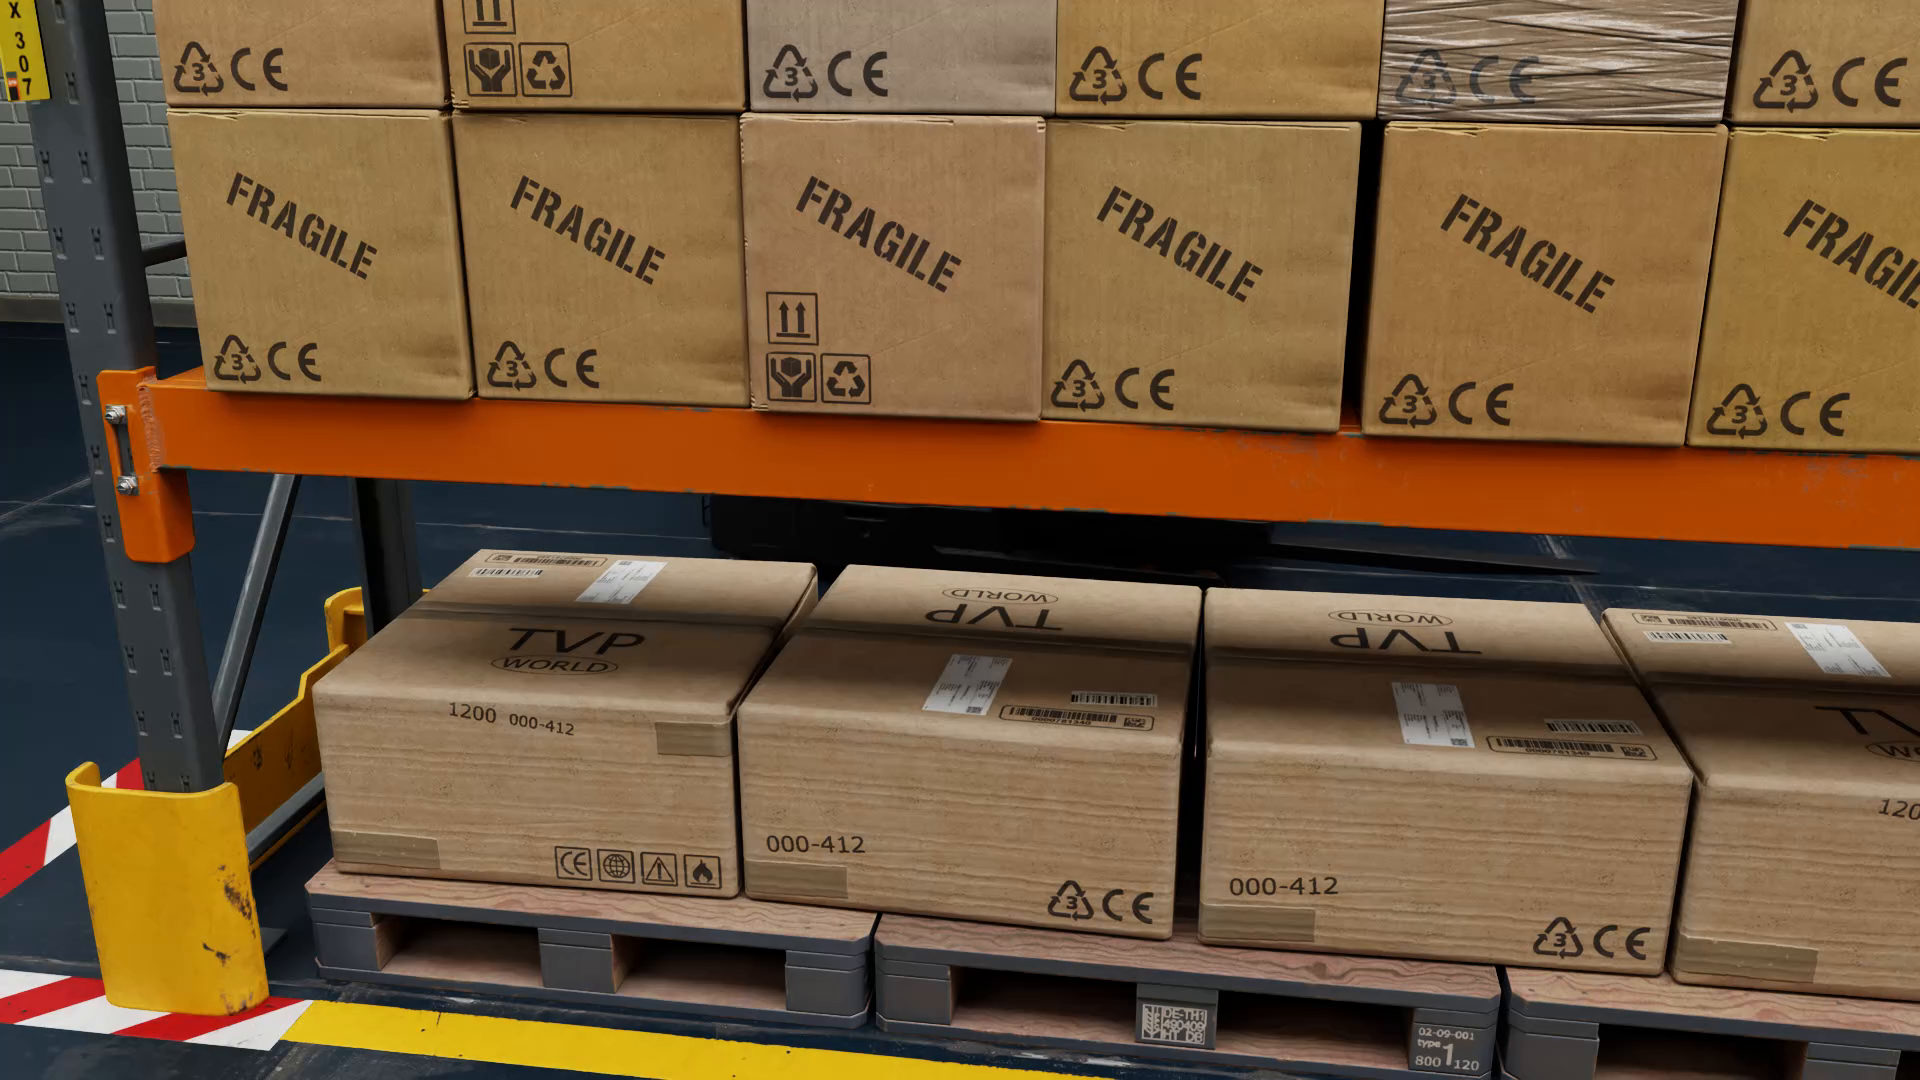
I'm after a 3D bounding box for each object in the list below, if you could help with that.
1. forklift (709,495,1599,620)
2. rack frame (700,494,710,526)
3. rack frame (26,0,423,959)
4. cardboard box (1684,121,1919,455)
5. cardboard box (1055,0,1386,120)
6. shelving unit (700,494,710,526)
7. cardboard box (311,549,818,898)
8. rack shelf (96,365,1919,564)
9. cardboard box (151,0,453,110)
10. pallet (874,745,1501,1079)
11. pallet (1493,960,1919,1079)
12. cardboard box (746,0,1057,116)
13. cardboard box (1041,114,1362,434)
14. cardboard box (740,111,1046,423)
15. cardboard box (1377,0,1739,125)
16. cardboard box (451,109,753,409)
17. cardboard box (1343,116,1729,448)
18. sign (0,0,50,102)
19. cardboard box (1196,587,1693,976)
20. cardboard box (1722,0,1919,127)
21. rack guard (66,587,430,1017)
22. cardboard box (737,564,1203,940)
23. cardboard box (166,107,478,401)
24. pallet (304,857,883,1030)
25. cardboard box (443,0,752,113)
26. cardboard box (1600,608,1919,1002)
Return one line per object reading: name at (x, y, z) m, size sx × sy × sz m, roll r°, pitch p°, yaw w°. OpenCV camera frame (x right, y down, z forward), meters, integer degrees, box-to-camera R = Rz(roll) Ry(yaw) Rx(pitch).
forklift at (0.674, -1.312, 5.604) m, size 3.031 × 2.935 × 1.130 m, roll 5°, pitch 19°, yaw 15°
rack frame at (-0.967, -0.517, 6.430) m, size 0.006 × 0.900 × 0.240 m, roll 5°, pitch 19°, yaw 15°
rack frame at (-1.507, -0.636, 3.478) m, size 0.127 × 3.000 × 1.000 m, roll 3°, pitch 19°, yaw 9°
cardboard box at (1.435, -0.450, 2.763) m, size 0.500 × 0.500 × 0.500 m, roll 2°, pitch 19°, yaw 7°
cardboard box at (0.436, -0.972, 2.749) m, size 0.500 × 0.500 × 0.500 m, roll 3°, pitch 19°, yaw 9°
shelving unit at (-0.870, -0.508, 6.404) m, size 0.210 × 0.900 × 0.258 m, roll 5°, pitch 19°, yaw 15°
cardboard box at (-0.839, 0.381, 3.812) m, size 0.875 × 0.438 × 0.875 m, roll 2°, pitch 19°, yaw 7°
rack shelf at (0.468, -0.195, 3.291) m, size 4.000 × 0.370 × 1.077 m, roll 3°, pitch 19°, yaw 9°
cardboard box at (-1.078, -1.045, 2.964) m, size 0.500 × 0.500 × 0.500 m, roll 3°, pitch 19°, yaw 7°
pallet at (0.496, 0.764, 3.687) m, size 1.213 × 0.211 × 1.003 m, roll 3°, pitch 19°, yaw 9°
pallet at (1.704, 0.825, 3.506) m, size 1.213 × 0.211 × 1.003 m, roll 3°, pitch 19°, yaw 9°
cardboard box at (-0.057, -0.997, 2.823) m, size 0.500 × 0.500 × 0.500 m, roll 3°, pitch 19°, yaw 8°
cardboard box at (0.422, -0.502, 2.918) m, size 0.500 × 0.500 × 0.500 m, roll 4°, pitch 19°, yaw 10°
cardboard box at (-0.075, -0.522, 2.977) m, size 0.500 × 0.500 × 0.500 m, roll 3°, pitch 19°, yaw 8°
cardboard box at (0.929, -0.945, 2.666) m, size 0.500 × 0.500 × 0.500 m, roll 3°, pitch 19°, yaw 9°
cardboard box at (-0.574, -0.553, 3.071) m, size 0.500 × 0.500 × 0.500 m, roll 3°, pitch 19°, yaw 8°
cardboard box at (0.937, -0.471, 2.825) m, size 0.500 × 0.500 × 0.500 m, roll 3°, pitch 19°, yaw 8°
sign at (-1.600, -0.911, 2.809) m, size 0.005 × 0.325 × 0.100 m, roll 3°, pitch 19°, yaw 9°
cardboard box at (0.956, 0.471, 3.545) m, size 0.875 × 0.438 × 0.875 m, roll 2°, pitch 19°, yaw 7°
cardboard box at (1.433, -0.922, 2.598) m, size 0.500 × 0.500 × 0.500 m, roll 3°, pitch 19°, yaw 8°
rack guard at (-1.530, 0.548, 3.878) m, size 0.348 × 0.500 × 1.175 m, roll 3°, pitch 19°, yaw 9°
cardboard box at (0.066, 0.425, 3.682) m, size 0.875 × 0.438 × 0.875 m, roll 3°, pitch 19°, yaw 10°
cardboard box at (-1.078, -0.570, 3.121) m, size 0.500 × 0.500 × 0.500 m, roll 3°, pitch 19°, yaw 8°
pallet at (-0.705, 0.702, 3.873) m, size 1.213 × 0.211 × 1.003 m, roll 3°, pitch 19°, yaw 9°
cardboard box at (-0.567, -1.021, 2.893) m, size 0.500 × 0.500 × 0.500 m, roll 2°, pitch 19°, yaw 7°
cardboard box at (1.840, 0.516, 3.411) m, size 0.875 × 0.438 × 0.875 m, roll 3°, pitch 19°, yaw 8°
